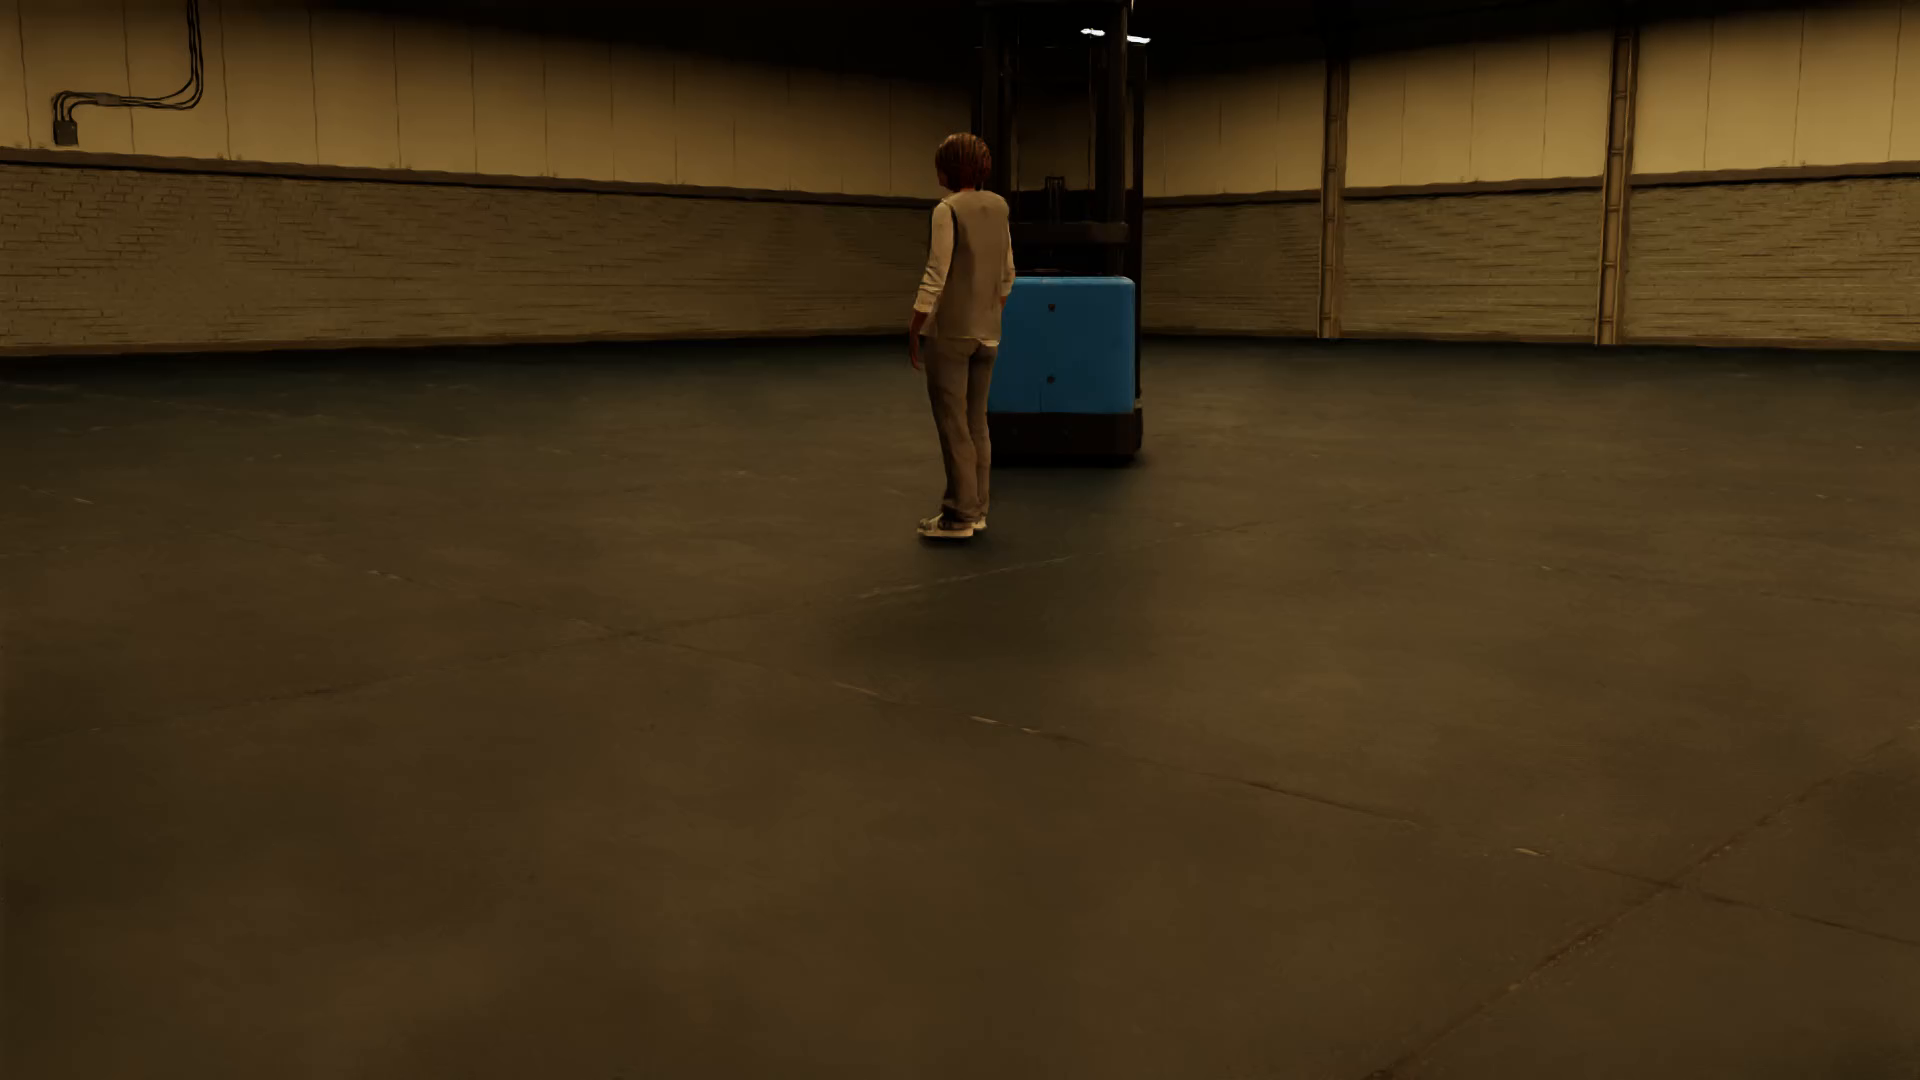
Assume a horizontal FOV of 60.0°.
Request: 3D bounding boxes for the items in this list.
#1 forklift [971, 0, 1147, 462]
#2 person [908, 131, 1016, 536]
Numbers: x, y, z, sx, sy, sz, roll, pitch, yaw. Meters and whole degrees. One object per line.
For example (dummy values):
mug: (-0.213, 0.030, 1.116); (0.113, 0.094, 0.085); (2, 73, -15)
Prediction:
forklift: (0.642, -2.091, 10.759); (1.130, 2.935, 3.031); (1, 9, 7)
person: (-0.044, -0.806, 6.658); (0.474, 1.597, 0.521); (8, 12, 43)
